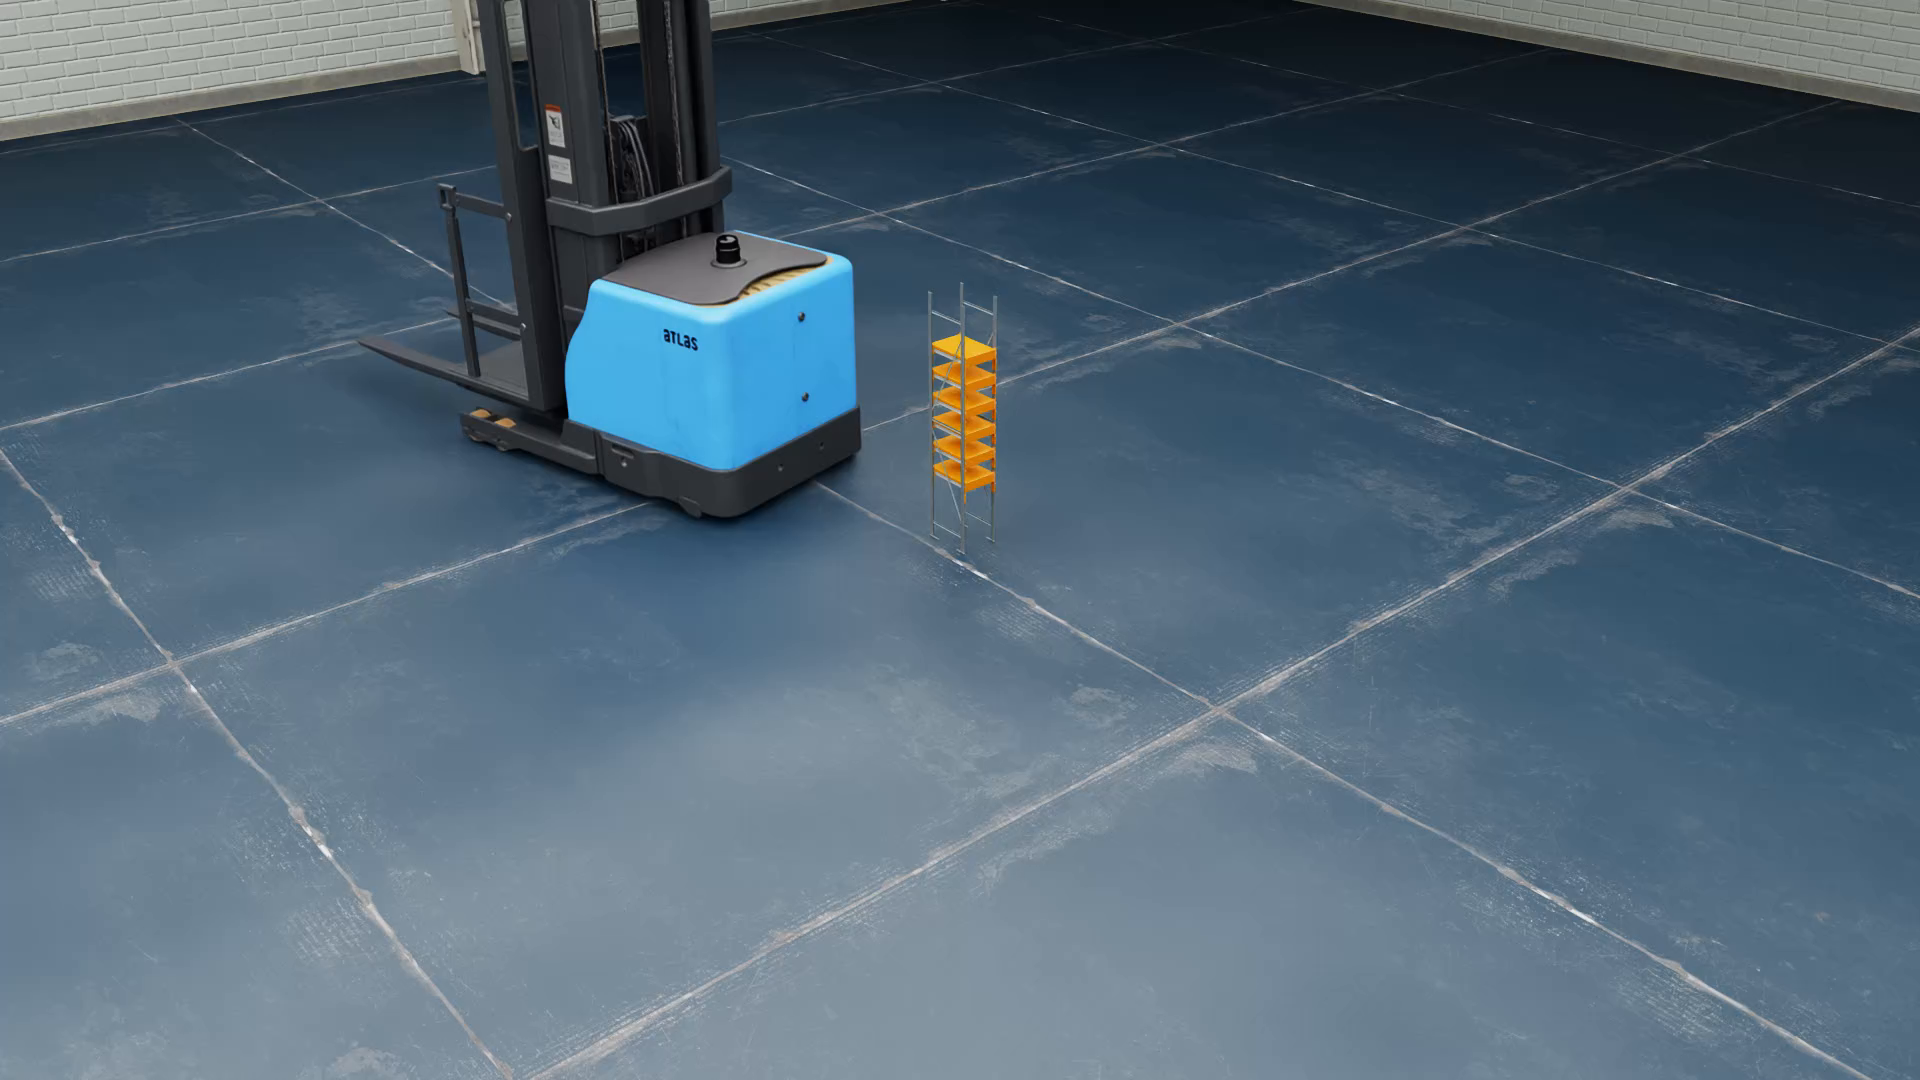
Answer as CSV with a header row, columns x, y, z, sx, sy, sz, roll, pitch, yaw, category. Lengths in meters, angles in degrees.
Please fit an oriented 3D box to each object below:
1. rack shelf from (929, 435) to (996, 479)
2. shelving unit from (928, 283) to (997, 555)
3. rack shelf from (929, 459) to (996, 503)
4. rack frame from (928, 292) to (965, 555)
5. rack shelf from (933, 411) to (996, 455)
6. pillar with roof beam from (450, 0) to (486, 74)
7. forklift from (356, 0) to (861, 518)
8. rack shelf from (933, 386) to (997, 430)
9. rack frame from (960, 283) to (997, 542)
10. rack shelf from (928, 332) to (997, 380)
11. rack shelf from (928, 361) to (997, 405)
x,y,z,sx,sy,sz,roll,pitch,yaw,category
0.011,-0.389,7.553,0.180,0.103,0.258,-22,35,-35,rack shelf
0.011,-0.534,7.475,0.189,1.200,0.258,-22,35,-35,shelving unit
0.011,-0.283,7.610,0.180,0.103,0.258,-22,35,-35,rack shelf
-0.059,-0.506,7.423,0.006,1.200,0.240,-22,35,-35,rack frame
0.011,-0.494,7.496,0.180,0.103,0.258,-22,35,-35,rack shelf
-1.912,-7.096,11.481,0.400,9.000,9.100,-22,35,-35,pillar with roof beam
-1.993,-1.934,8.260,3.031,2.935,1.130,19,33,31,forklift
0.011,-0.600,7.440,0.180,0.103,0.258,-22,35,-35,rack shelf
0.081,-0.562,7.528,0.006,1.200,0.240,-22,35,-35,rack frame
0.011,-0.812,7.327,0.180,0.103,0.258,-22,35,-35,rack shelf
0.011,-0.706,7.383,0.180,0.103,0.258,-22,35,-35,rack shelf
